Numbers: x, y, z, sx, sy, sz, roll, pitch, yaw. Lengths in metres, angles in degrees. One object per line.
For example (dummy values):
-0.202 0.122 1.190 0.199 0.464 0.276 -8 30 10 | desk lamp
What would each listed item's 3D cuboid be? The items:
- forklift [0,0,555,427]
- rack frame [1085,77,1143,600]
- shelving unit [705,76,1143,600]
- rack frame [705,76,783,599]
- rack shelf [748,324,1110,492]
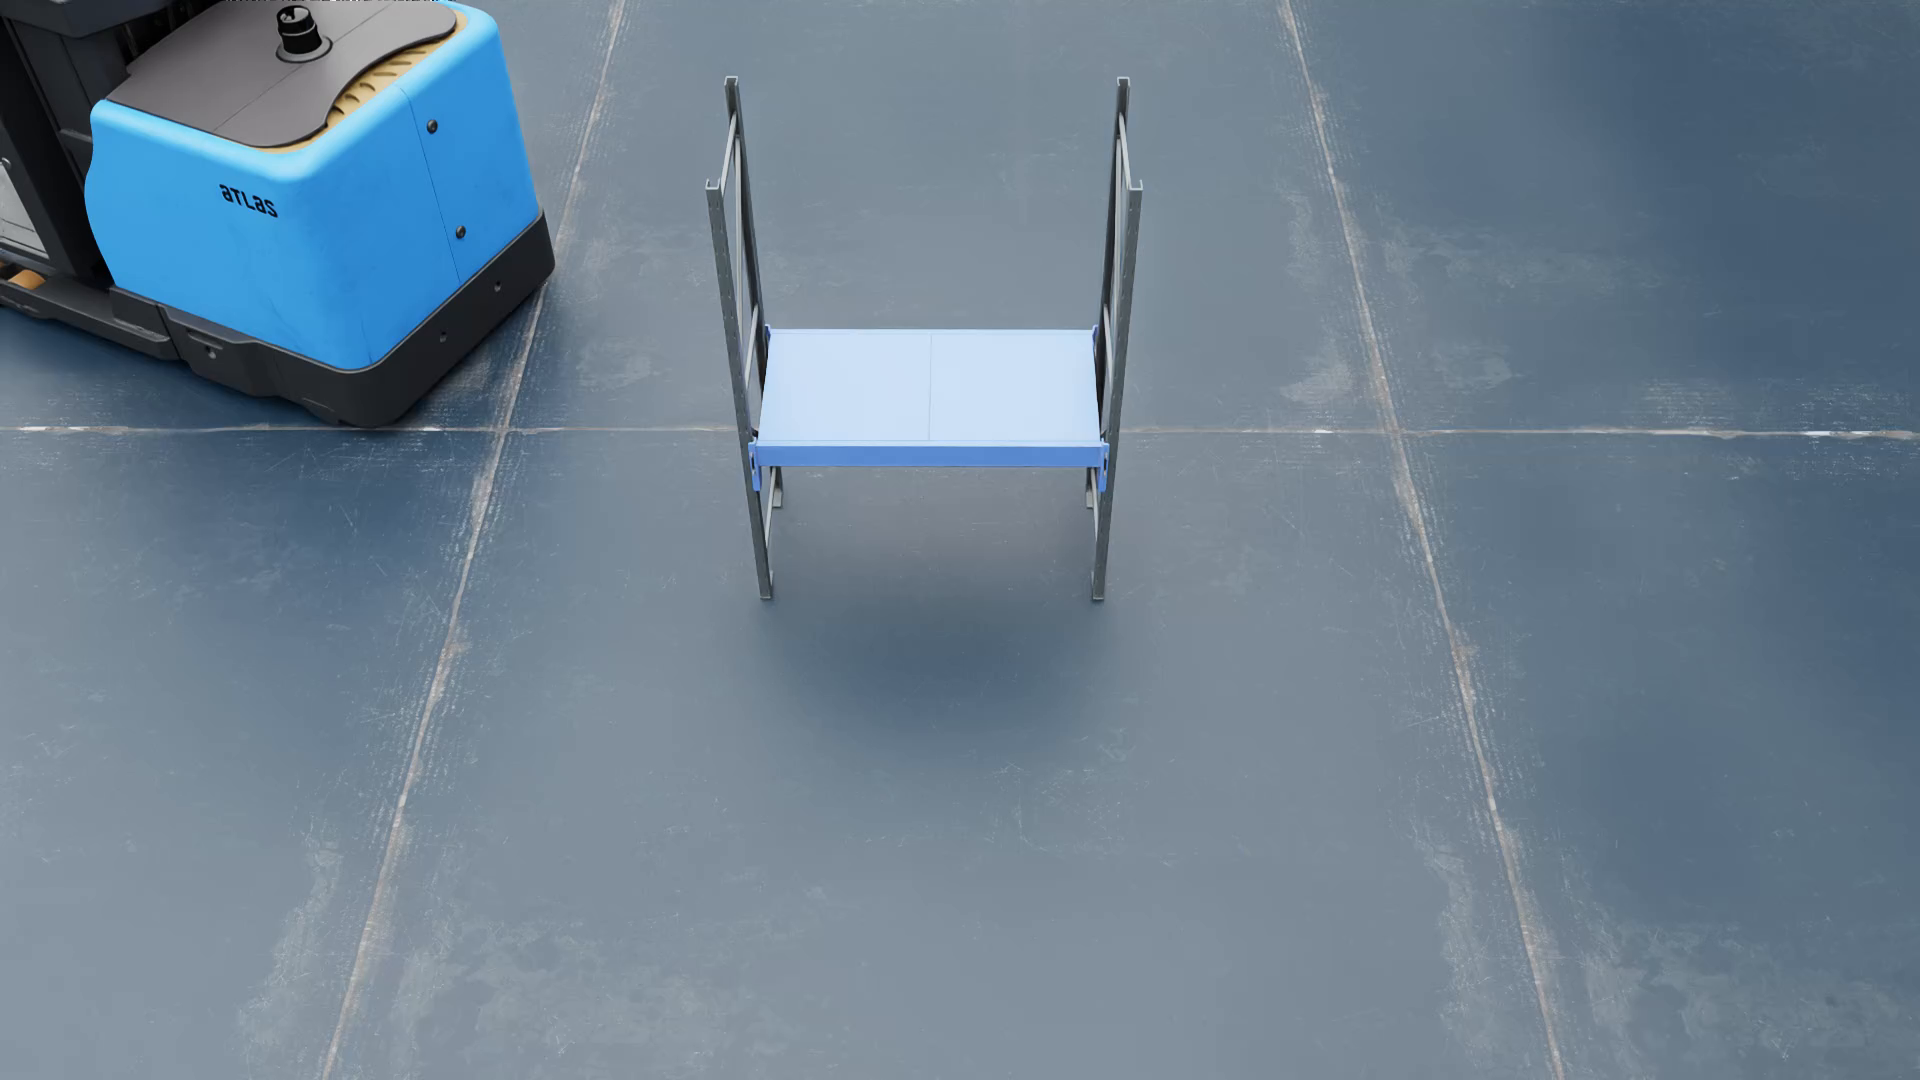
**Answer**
-3.036 -2.128 5.229 3.031 2.935 1.130 20 50 17 | forklift
0.423 -0.510 4.700 0.032 1.500 0.500 0 47 0 | rack frame
-0.085 -0.511 4.701 1.048 1.500 0.538 0 47 0 | shelving unit
-0.594 -0.513 4.703 0.032 1.500 0.500 0 47 0 | rack frame
-0.085 -0.389 4.833 1.000 0.185 0.538 0 47 0 | rack shelf
